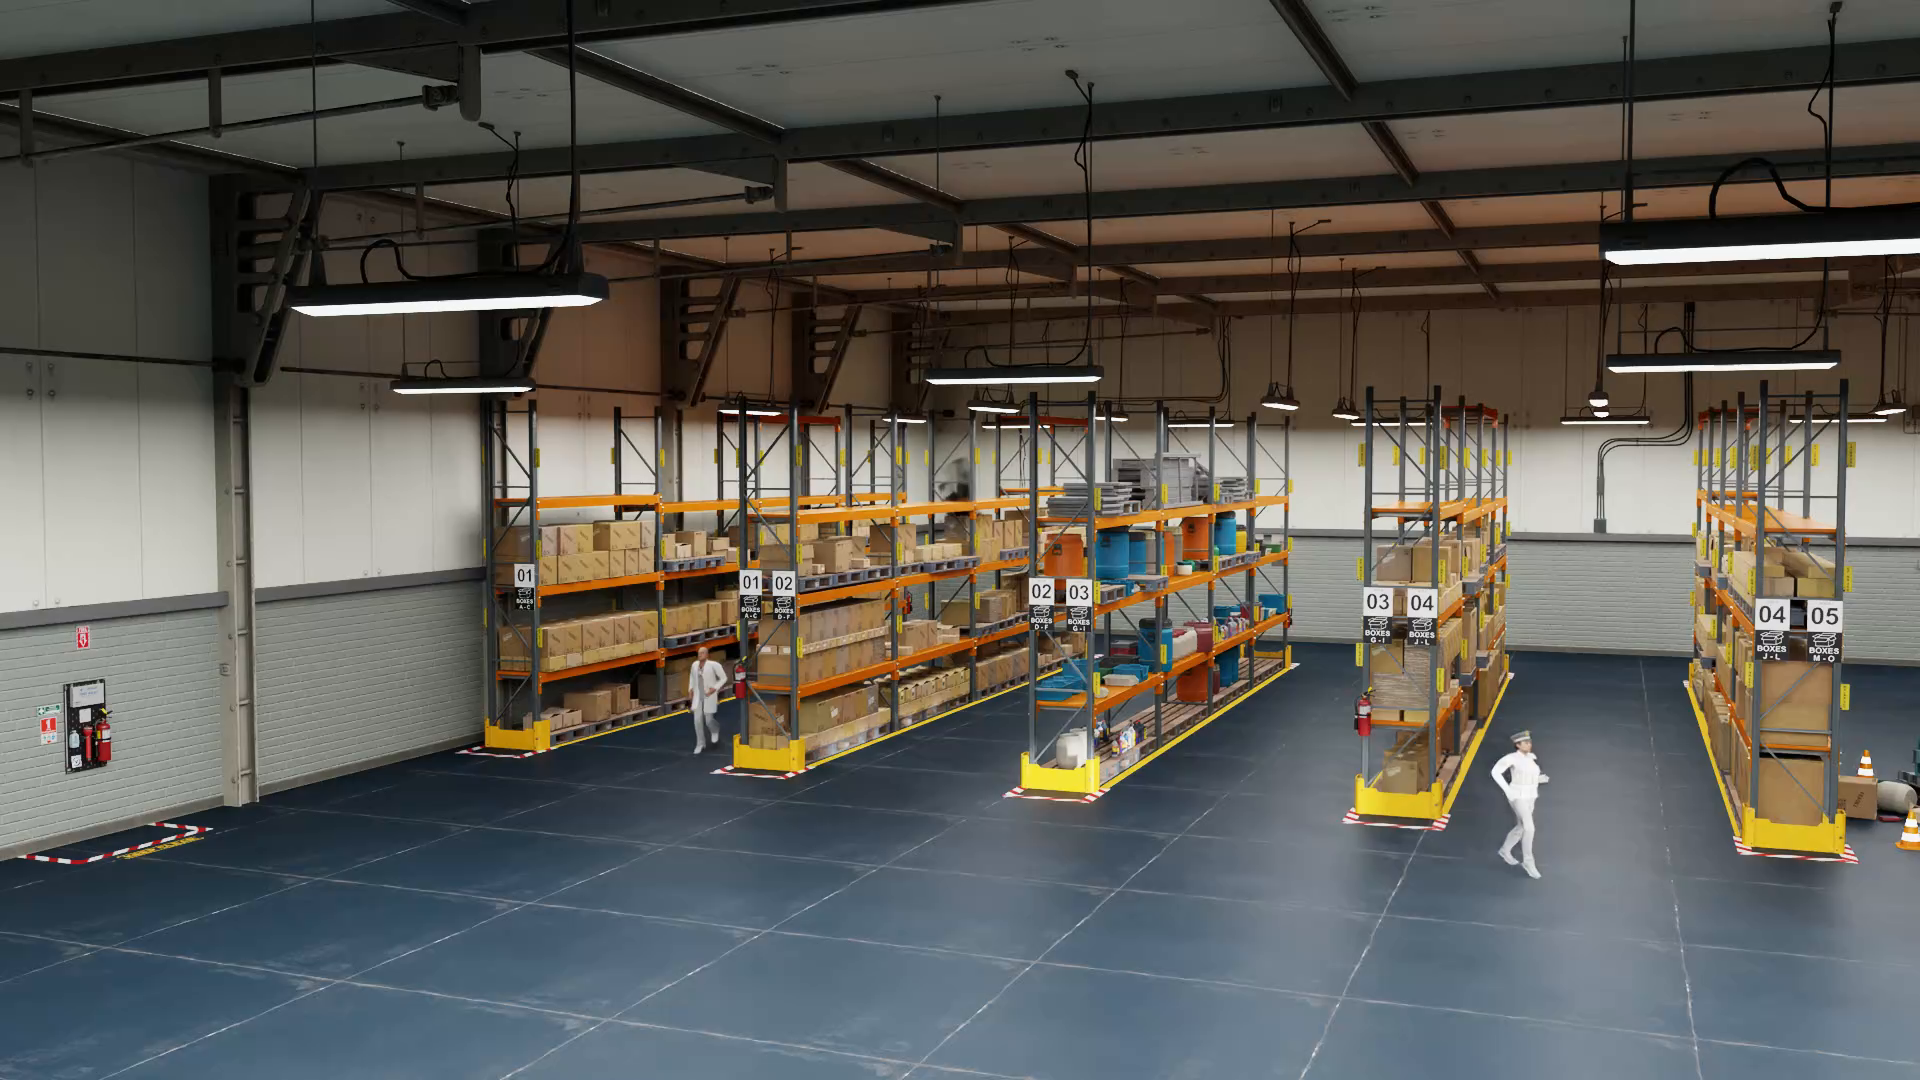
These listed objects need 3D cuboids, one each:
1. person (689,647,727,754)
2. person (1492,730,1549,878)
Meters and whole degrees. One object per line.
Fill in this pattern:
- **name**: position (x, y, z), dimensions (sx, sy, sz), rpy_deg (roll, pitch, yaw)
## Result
- **person**: position (-4.317, 2.723, 28.468), dimensions (0.733, 1.806, 0.853), rpy_deg (1, 3, 18)
- **person**: position (6.786, 3.164, 20.110), dimensions (0.597, 1.742, 0.718), rpy_deg (-2, 3, -32)
